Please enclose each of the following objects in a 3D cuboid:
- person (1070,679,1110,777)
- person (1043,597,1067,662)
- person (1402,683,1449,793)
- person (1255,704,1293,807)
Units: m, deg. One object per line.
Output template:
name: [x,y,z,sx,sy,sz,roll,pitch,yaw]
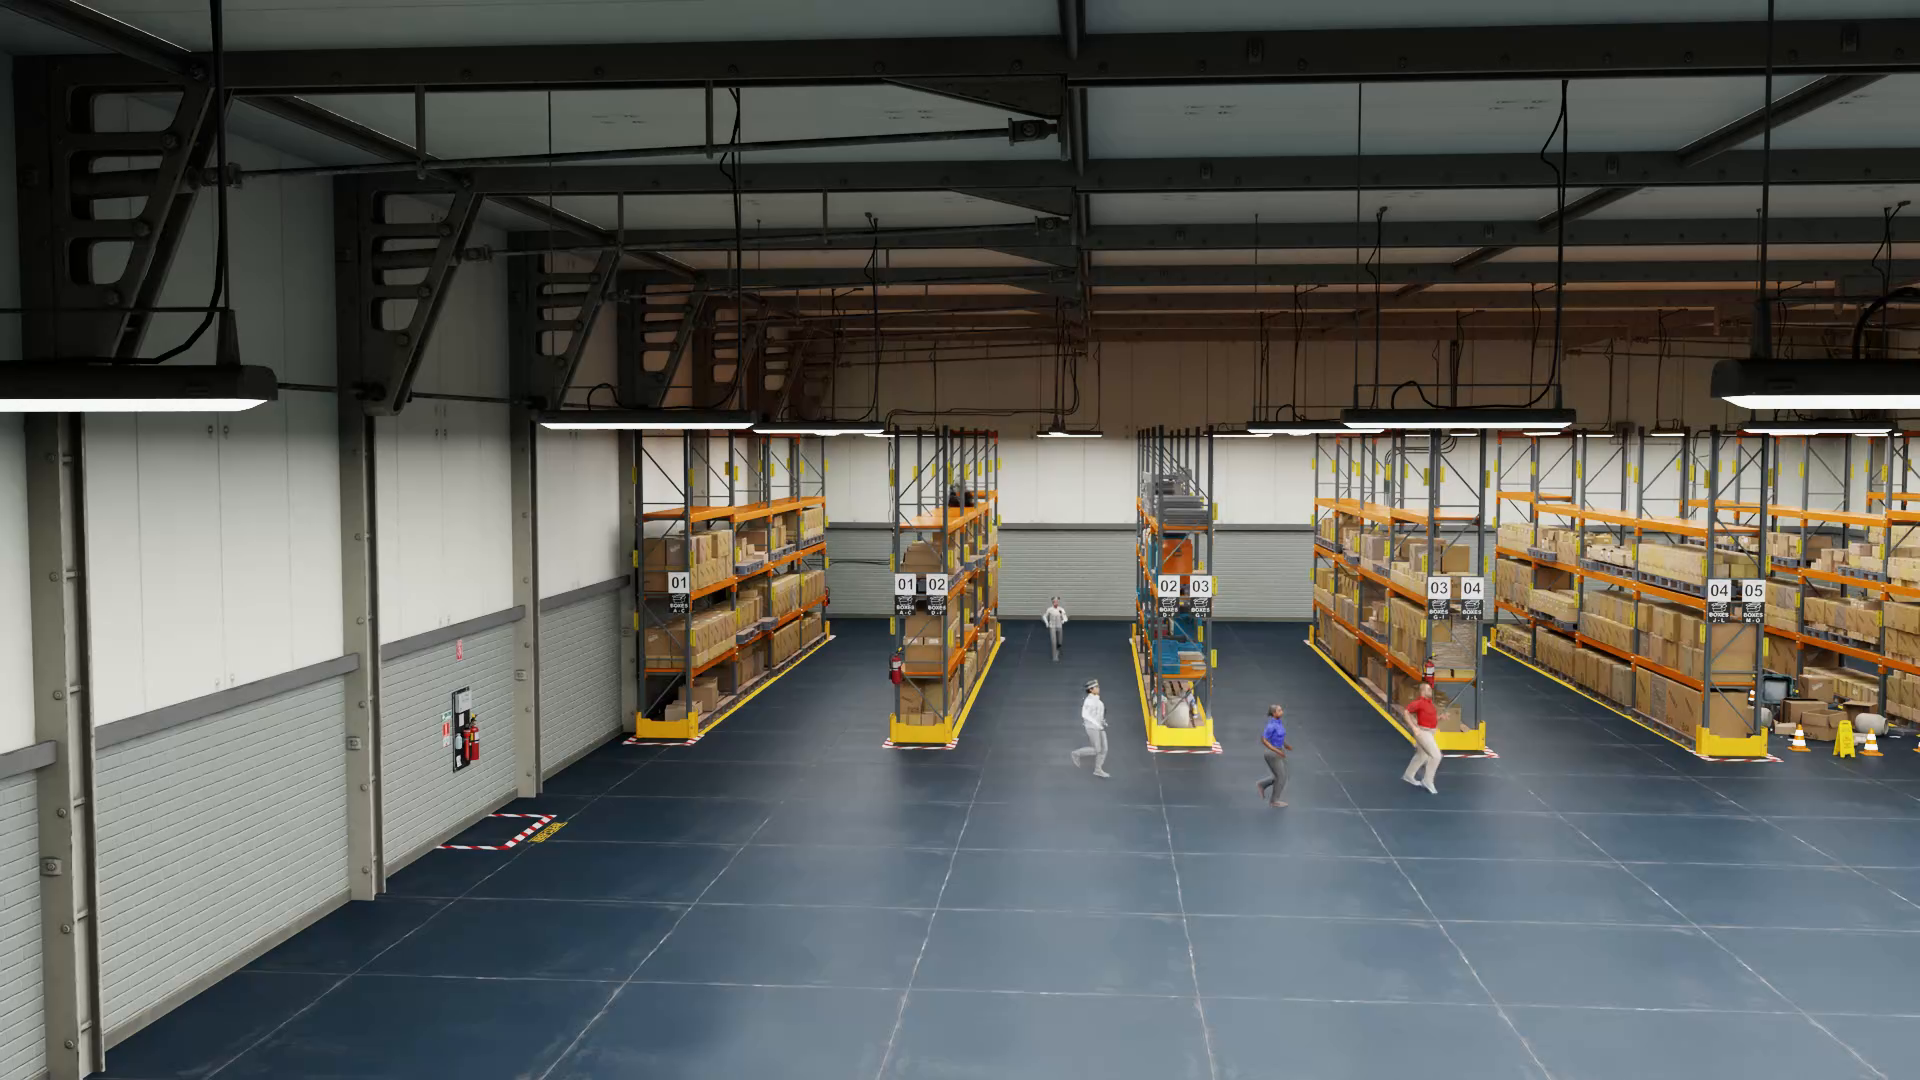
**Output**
person: [2.244,3.195,28.381,0.677,1.668,0.619,2,4,25]
person: [2.479,2.291,43.210,0.626,1.663,0.787,0,3,-5]
person: [7.618,3.238,27.198,0.754,1.798,0.631,2,4,30]
person: [4.872,3.356,25.956,0.581,1.609,0.562,2,4,27]
